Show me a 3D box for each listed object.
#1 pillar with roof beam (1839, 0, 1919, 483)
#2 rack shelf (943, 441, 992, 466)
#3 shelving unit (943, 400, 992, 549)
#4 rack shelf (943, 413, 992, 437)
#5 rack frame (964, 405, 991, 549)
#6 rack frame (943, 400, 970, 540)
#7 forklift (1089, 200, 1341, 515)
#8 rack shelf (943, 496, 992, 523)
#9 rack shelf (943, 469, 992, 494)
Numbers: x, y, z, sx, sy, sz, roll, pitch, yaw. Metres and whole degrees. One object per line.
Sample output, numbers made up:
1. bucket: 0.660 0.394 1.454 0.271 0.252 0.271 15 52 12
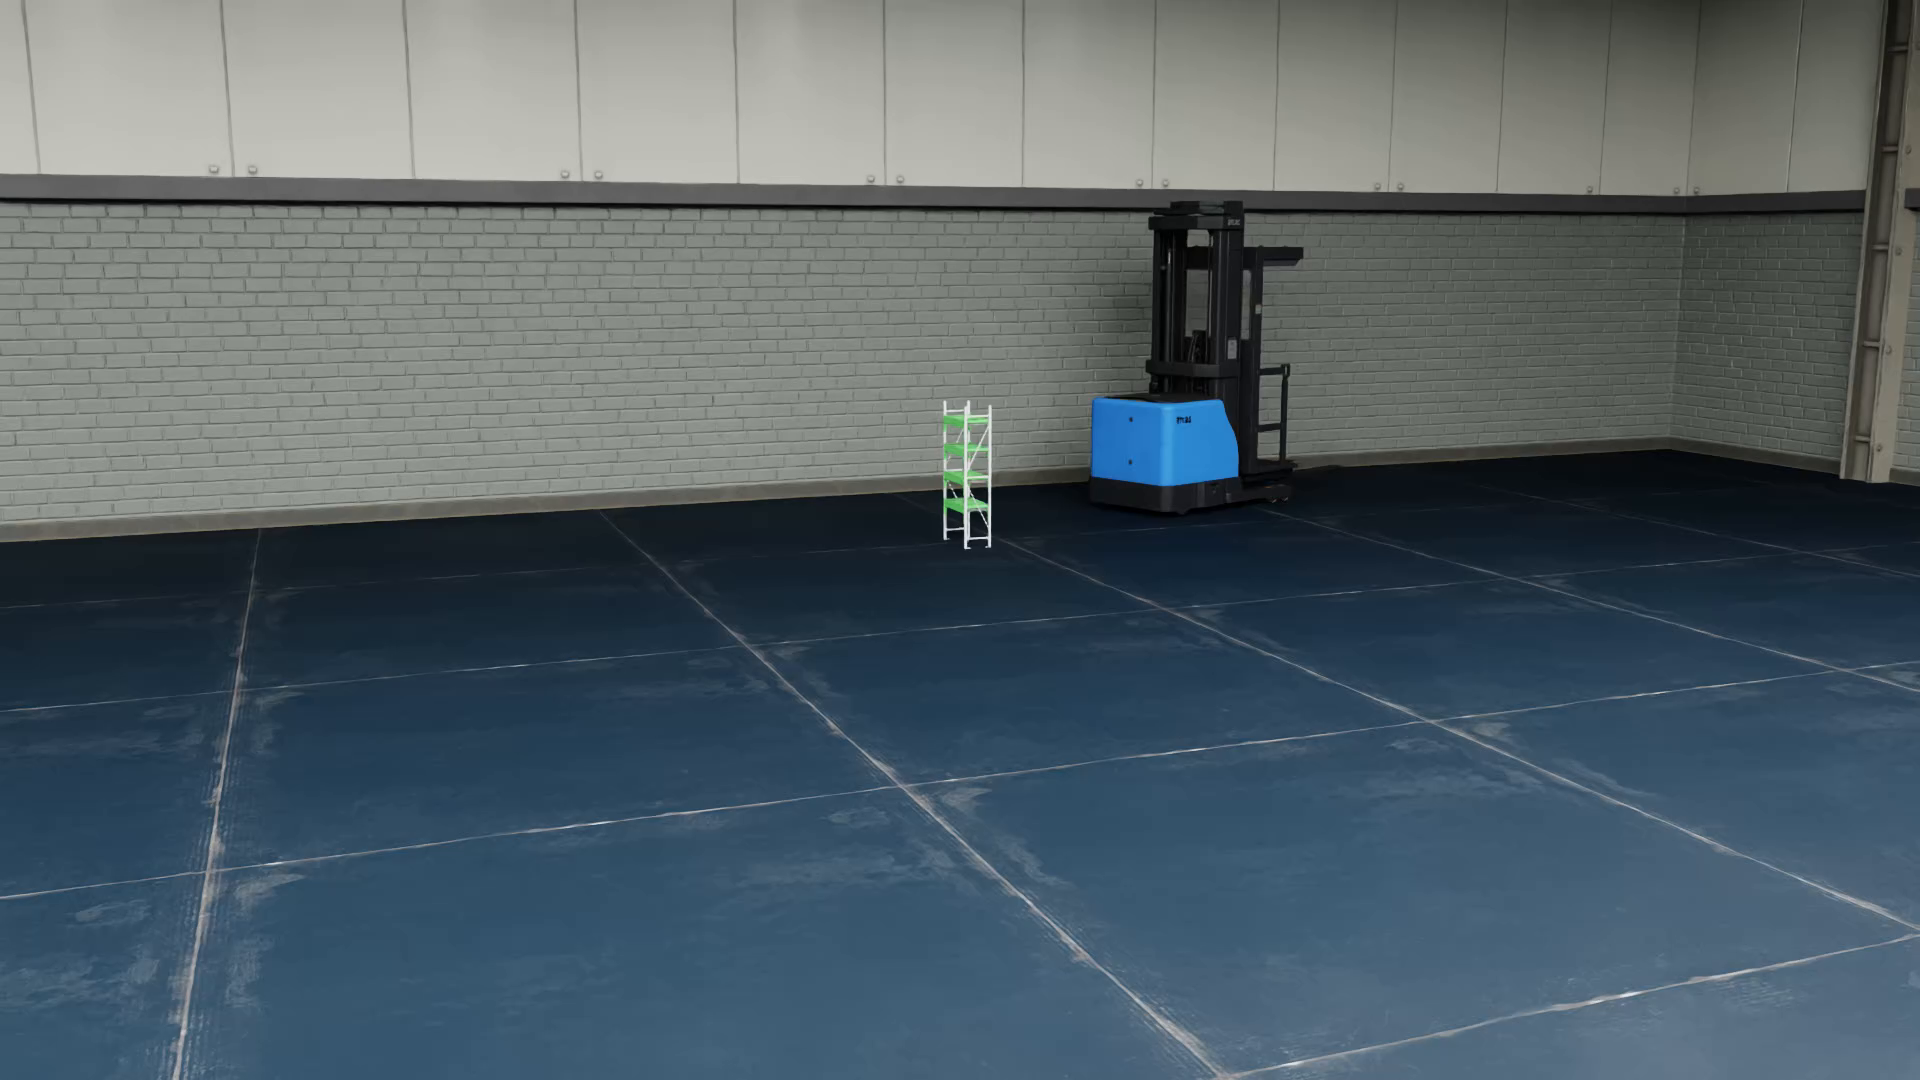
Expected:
1. pillar with roof beam: 5.823 -4.808 15.754 9.100 9.000 0.400 -4 11 -21
2. rack shelf: 0.060 -0.737 14.132 0.258 0.148 0.480 -4 11 -21
3. shelving unit: 0.060 -0.564 14.163 0.258 1.200 0.503 -4 11 -21
4. rack shelf: 0.060 -0.973 14.090 0.258 0.148 0.480 -4 11 -21
5. rack frame: 0.148 -0.524 13.939 0.240 1.200 0.015 -4 11 -21
6. rack frame: -0.028 -0.604 14.387 0.240 1.200 0.015 -4 11 -21
7. forklift: 2.684 -1.871 16.570 3.031 2.935 1.130 -9 14 -42
8. rack shelf: 0.060 -0.265 14.216 0.258 0.148 0.480 -4 11 -21
9. rack shelf: 0.060 -0.501 14.174 0.258 0.148 0.480 -4 11 -21
